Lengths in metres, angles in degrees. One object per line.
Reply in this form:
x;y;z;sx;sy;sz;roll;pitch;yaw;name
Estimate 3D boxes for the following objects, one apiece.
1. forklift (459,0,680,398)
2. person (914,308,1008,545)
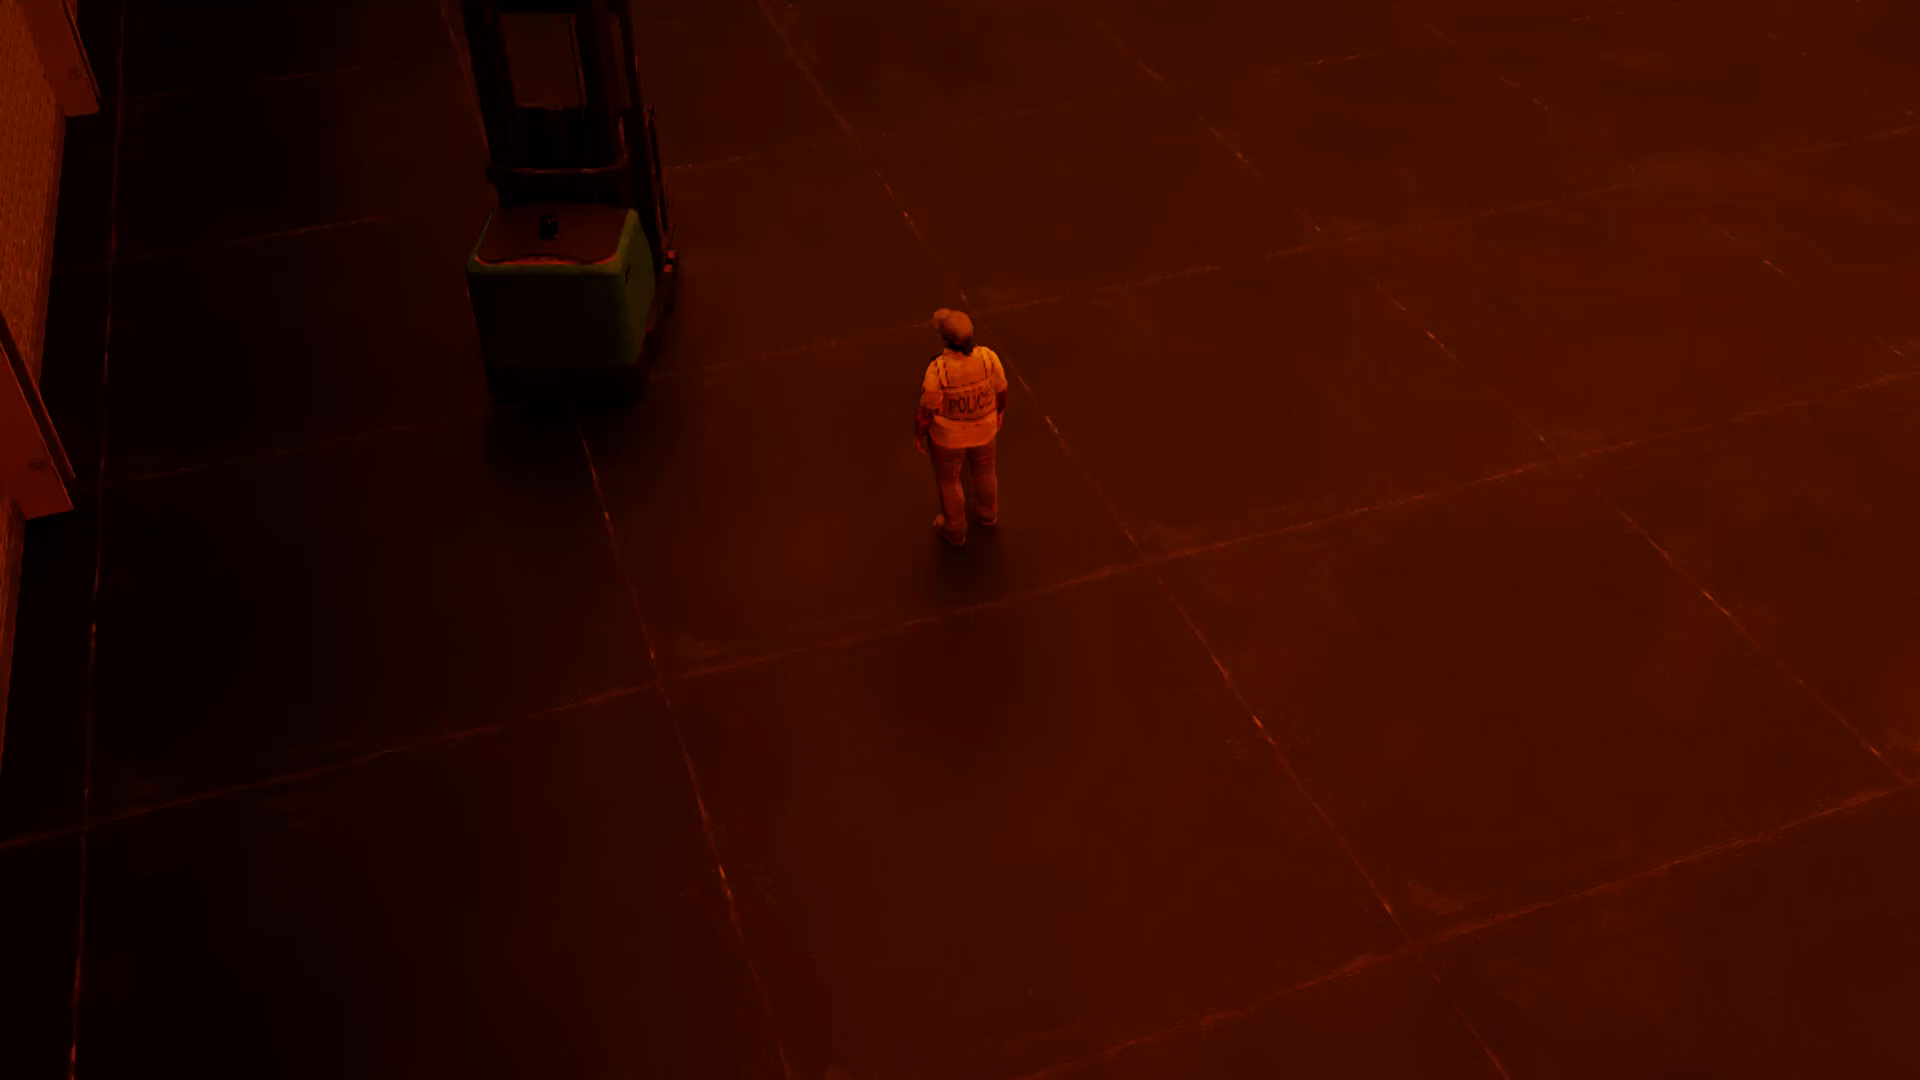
-2.703;-3.010;11.581;1.130;2.935;3.031;0;40;0;forklift
-0.005;-0.691;9.800;0.598;1.659;0.529;-13;42;-15;person
